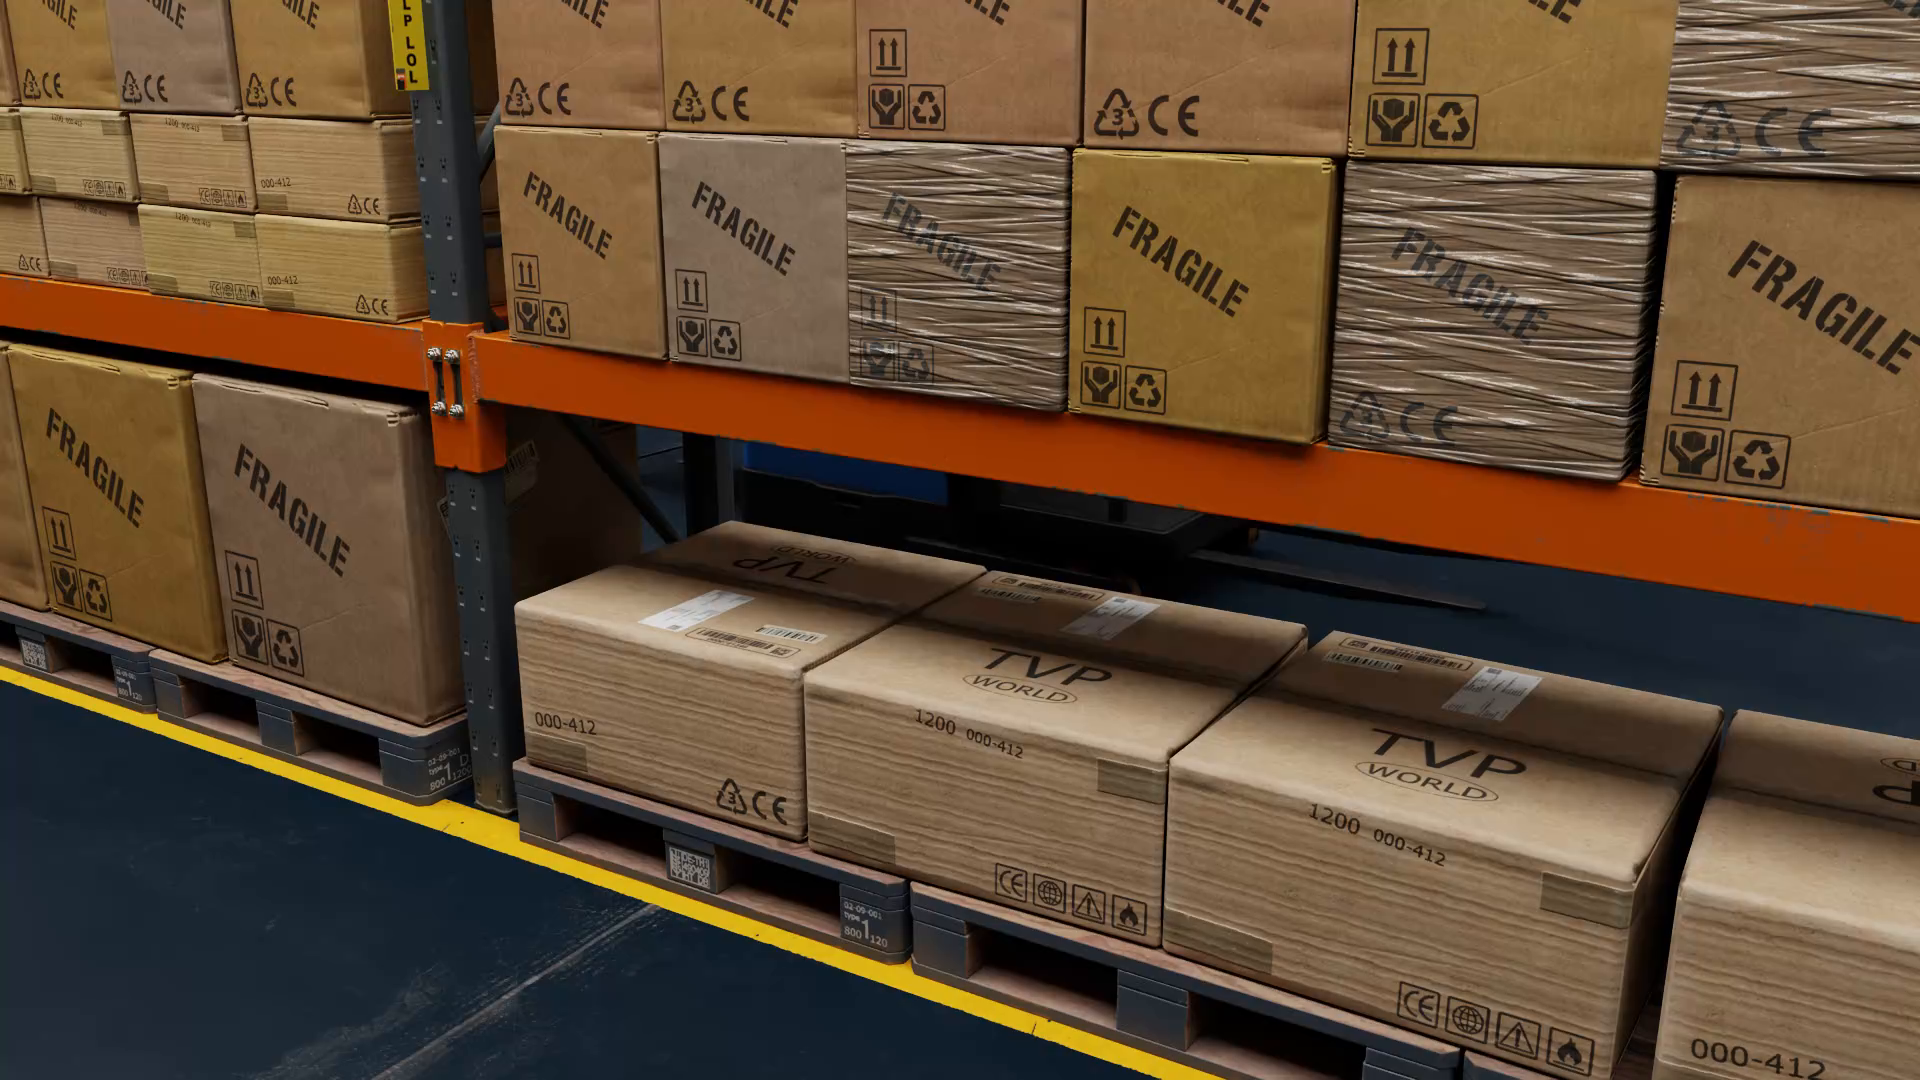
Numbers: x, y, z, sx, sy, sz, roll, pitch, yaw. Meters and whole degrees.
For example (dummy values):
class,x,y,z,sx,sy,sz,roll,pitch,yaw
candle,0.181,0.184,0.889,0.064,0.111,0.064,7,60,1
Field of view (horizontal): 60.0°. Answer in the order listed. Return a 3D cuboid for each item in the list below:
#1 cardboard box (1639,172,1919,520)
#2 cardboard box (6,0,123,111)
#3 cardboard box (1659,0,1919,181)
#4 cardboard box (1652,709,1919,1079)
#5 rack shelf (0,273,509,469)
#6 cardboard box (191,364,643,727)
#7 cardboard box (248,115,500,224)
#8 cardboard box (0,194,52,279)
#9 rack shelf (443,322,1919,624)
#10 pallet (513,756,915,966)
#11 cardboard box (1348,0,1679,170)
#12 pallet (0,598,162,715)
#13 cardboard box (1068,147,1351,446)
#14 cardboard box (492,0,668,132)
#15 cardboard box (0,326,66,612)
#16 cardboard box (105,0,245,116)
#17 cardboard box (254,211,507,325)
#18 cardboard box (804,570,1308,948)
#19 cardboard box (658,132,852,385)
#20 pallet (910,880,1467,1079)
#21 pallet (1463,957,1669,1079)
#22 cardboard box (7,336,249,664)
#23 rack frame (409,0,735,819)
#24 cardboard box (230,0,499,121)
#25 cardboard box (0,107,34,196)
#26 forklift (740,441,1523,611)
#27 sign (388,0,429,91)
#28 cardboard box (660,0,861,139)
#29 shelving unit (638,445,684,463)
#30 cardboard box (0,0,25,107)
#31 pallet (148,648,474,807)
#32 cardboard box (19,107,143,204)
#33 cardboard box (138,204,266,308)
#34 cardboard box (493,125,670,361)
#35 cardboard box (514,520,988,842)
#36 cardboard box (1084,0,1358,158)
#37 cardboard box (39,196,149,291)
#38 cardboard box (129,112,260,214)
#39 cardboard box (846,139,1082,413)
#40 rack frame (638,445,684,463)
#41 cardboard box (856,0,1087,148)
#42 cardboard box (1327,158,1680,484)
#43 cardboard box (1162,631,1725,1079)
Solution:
class,x,y,z,sx,sy,sz,roll,pitch,yaw
cardboard box,1.441,-0.353,2.710,0.500,0.500,0.500,10,19,29
cardboard box,-2.377,-1.516,4.820,0.500,0.500,0.500,11,20,32
cardboard box,1.414,-0.830,2.560,0.500,0.500,0.500,10,20,30
cardboard box,1.796,0.732,2.995,0.875,0.438,0.875,9,19,28
rack shelf,-2.702,-0.786,5.544,4.000,0.370,1.077,10,20,30
cardboard box,-1.568,-0.084,4.931,0.875,0.875,0.875,11,20,32
cardboard box,-1.501,-1.000,4.410,0.500,0.250,0.500,10,20,30
cardboard box,-2.808,-0.996,5.258,0.500,0.250,0.500,10,20,30
rack shelf,0.706,-0.177,3.541,4.000,0.370,1.077,10,20,30
pallet,-0.391,0.644,4.399,1.213,0.211,1.003,10,20,30
cardboard box,0.995,-0.906,2.810,0.500,0.500,0.500,10,20,30
pallet,-2.739,0.225,5.778,1.213,0.211,1.003,10,20,30
cardboard box,0.551,-0.504,3.207,0.500,0.500,0.500,11,20,32
cardboard box,-0.719,-1.219,3.842,0.500,0.500,0.500,10,20,30
cardboard box,-3.104,-0.356,5.825,0.875,0.875,0.875,10,20,31
cardboard box,-1.955,-1.434,4.550,0.500,0.500,0.500,11,20,31
cardboard box,-1.512,-0.760,4.479,0.500,0.250,0.500,10,19,29
cardboard box,0.244,0.458,3.900,0.875,0.438,0.875,9,19,28
cardboard box,-0.309,-0.660,3.720,0.500,0.500,0.500,10,20,30
pallet,0.653,0.829,3.789,1.213,0.211,1.003,10,20,30
pallet,1.688,1.015,3.177,1.213,0.211,1.003,10,20,30
cardboard box,-2.342,-0.220,5.377,0.875,0.875,0.875,11,20,32
rack frame,-0.998,-0.826,4.438,0.127,3.000,1.000,10,20,30
cardboard box,-1.510,-1.358,4.297,0.500,0.500,0.500,11,20,32
cardboard box,-2.821,-1.225,5.151,0.500,0.250,0.500,11,20,31
forklift,0.607,-1.288,6.078,3.031,2.935,1.130,11,20,32
sign,-1.274,-1.206,3.834,0.005,0.325,0.100,10,20,30
cardboard box,-0.292,-1.141,3.584,0.500,0.500,0.500,10,19,29
shelving unit,-1.051,-0.792,7.554,1.048,1.125,0.538,12,21,35
cardboard box,-2.826,-1.591,5.067,0.500,0.500,0.500,10,20,31
pallet,-1.695,0.410,5.168,1.213,0.211,1.003,10,20,30
cardboard box,-2.375,-1.151,4.908,0.500,0.250,0.500,11,20,31
cardboard box,-1.946,-0.837,4.735,0.500,0.250,0.500,10,19,29
cardboard box,-0.735,-0.737,3.975,0.500,0.500,0.500,11,20,32
cardboard box,-0.519,0.322,4.347,0.875,0.438,0.875,10,19,29
cardboard box,0.567,-0.983,3.064,0.500,0.500,0.500,10,20,30
cardboard box,-2.366,-0.919,5.003,0.500,0.250,0.500,10,19,29
cardboard box,-1.931,-1.074,4.654,0.500,0.250,0.500,11,20,31
cardboard box,0.112,-0.582,3.465,0.500,0.500,0.500,10,20,30
rack frame,-1.457,-0.881,7.847,0.032,1.125,0.500,12,21,35
cardboard box,0.139,-1.060,3.318,0.500,0.500,0.500,11,20,31
cardboard box,0.998,-0.429,2.959,0.500,0.500,0.500,11,20,32
cardboard box,1.011,0.595,3.447,0.875,0.438,0.875,11,20,32
